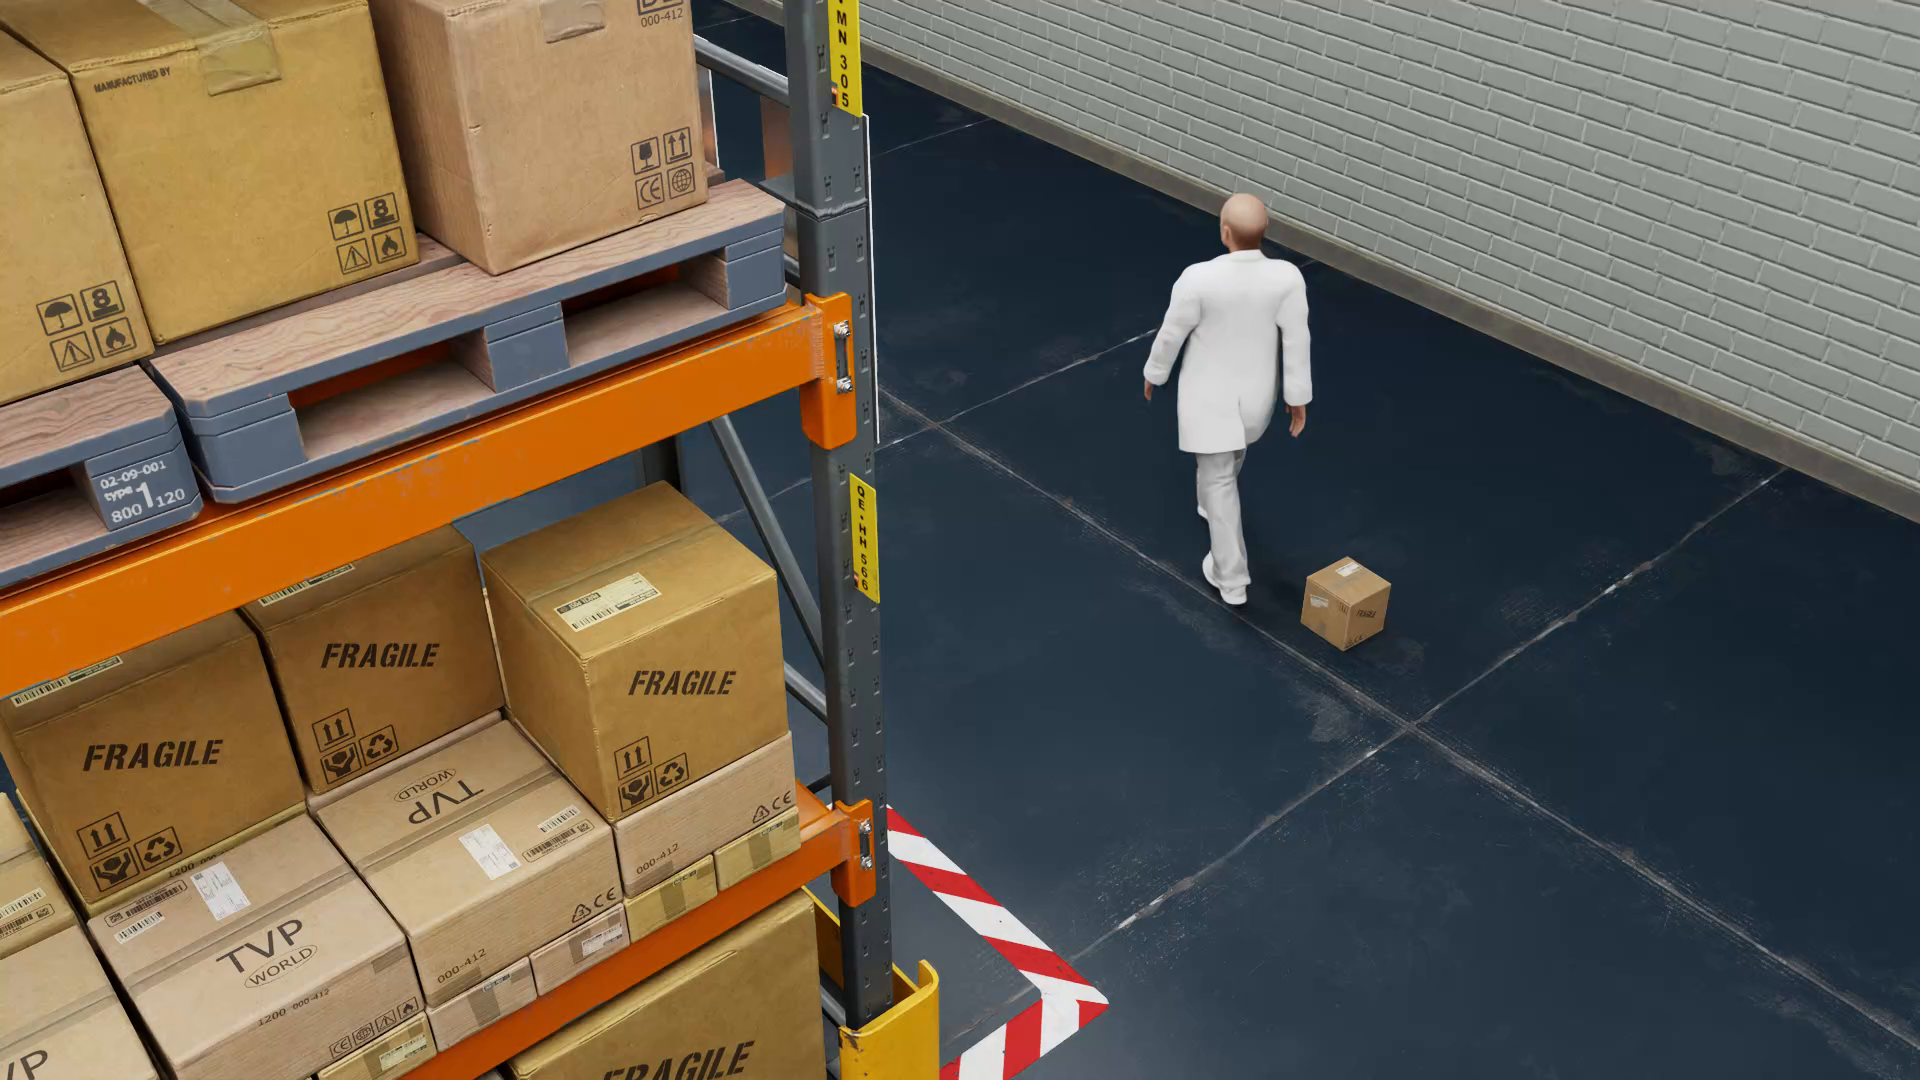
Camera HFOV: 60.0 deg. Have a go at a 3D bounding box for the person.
[{"bbox_3d":[1.113,-0.689,7.098,0.652,1.731,1.050,-6,36,-9],"label":"person"}]
